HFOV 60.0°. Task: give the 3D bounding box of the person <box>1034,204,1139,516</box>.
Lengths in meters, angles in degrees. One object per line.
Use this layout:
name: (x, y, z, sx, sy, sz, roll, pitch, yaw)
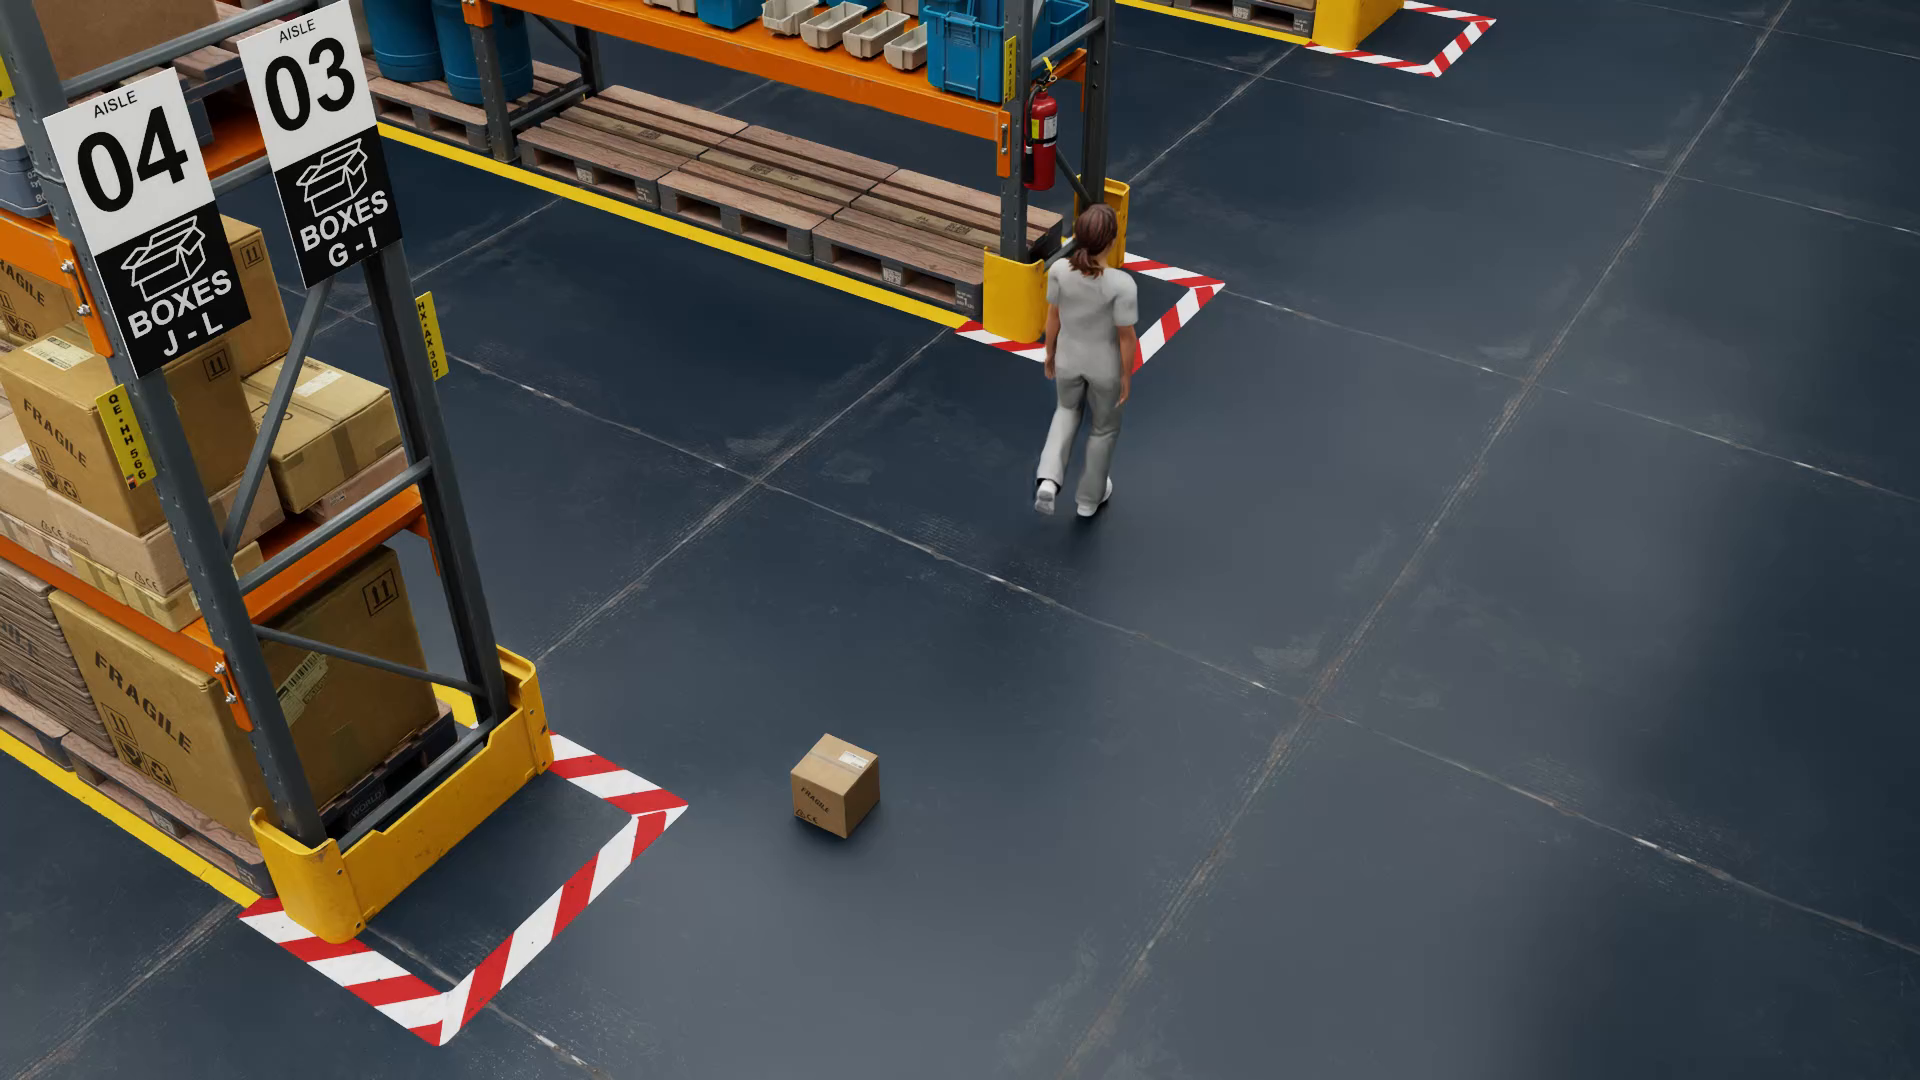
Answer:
person: (0.585, -0.780, 7.620, 0.459, 1.660, 0.559, 17, 42, 21)
